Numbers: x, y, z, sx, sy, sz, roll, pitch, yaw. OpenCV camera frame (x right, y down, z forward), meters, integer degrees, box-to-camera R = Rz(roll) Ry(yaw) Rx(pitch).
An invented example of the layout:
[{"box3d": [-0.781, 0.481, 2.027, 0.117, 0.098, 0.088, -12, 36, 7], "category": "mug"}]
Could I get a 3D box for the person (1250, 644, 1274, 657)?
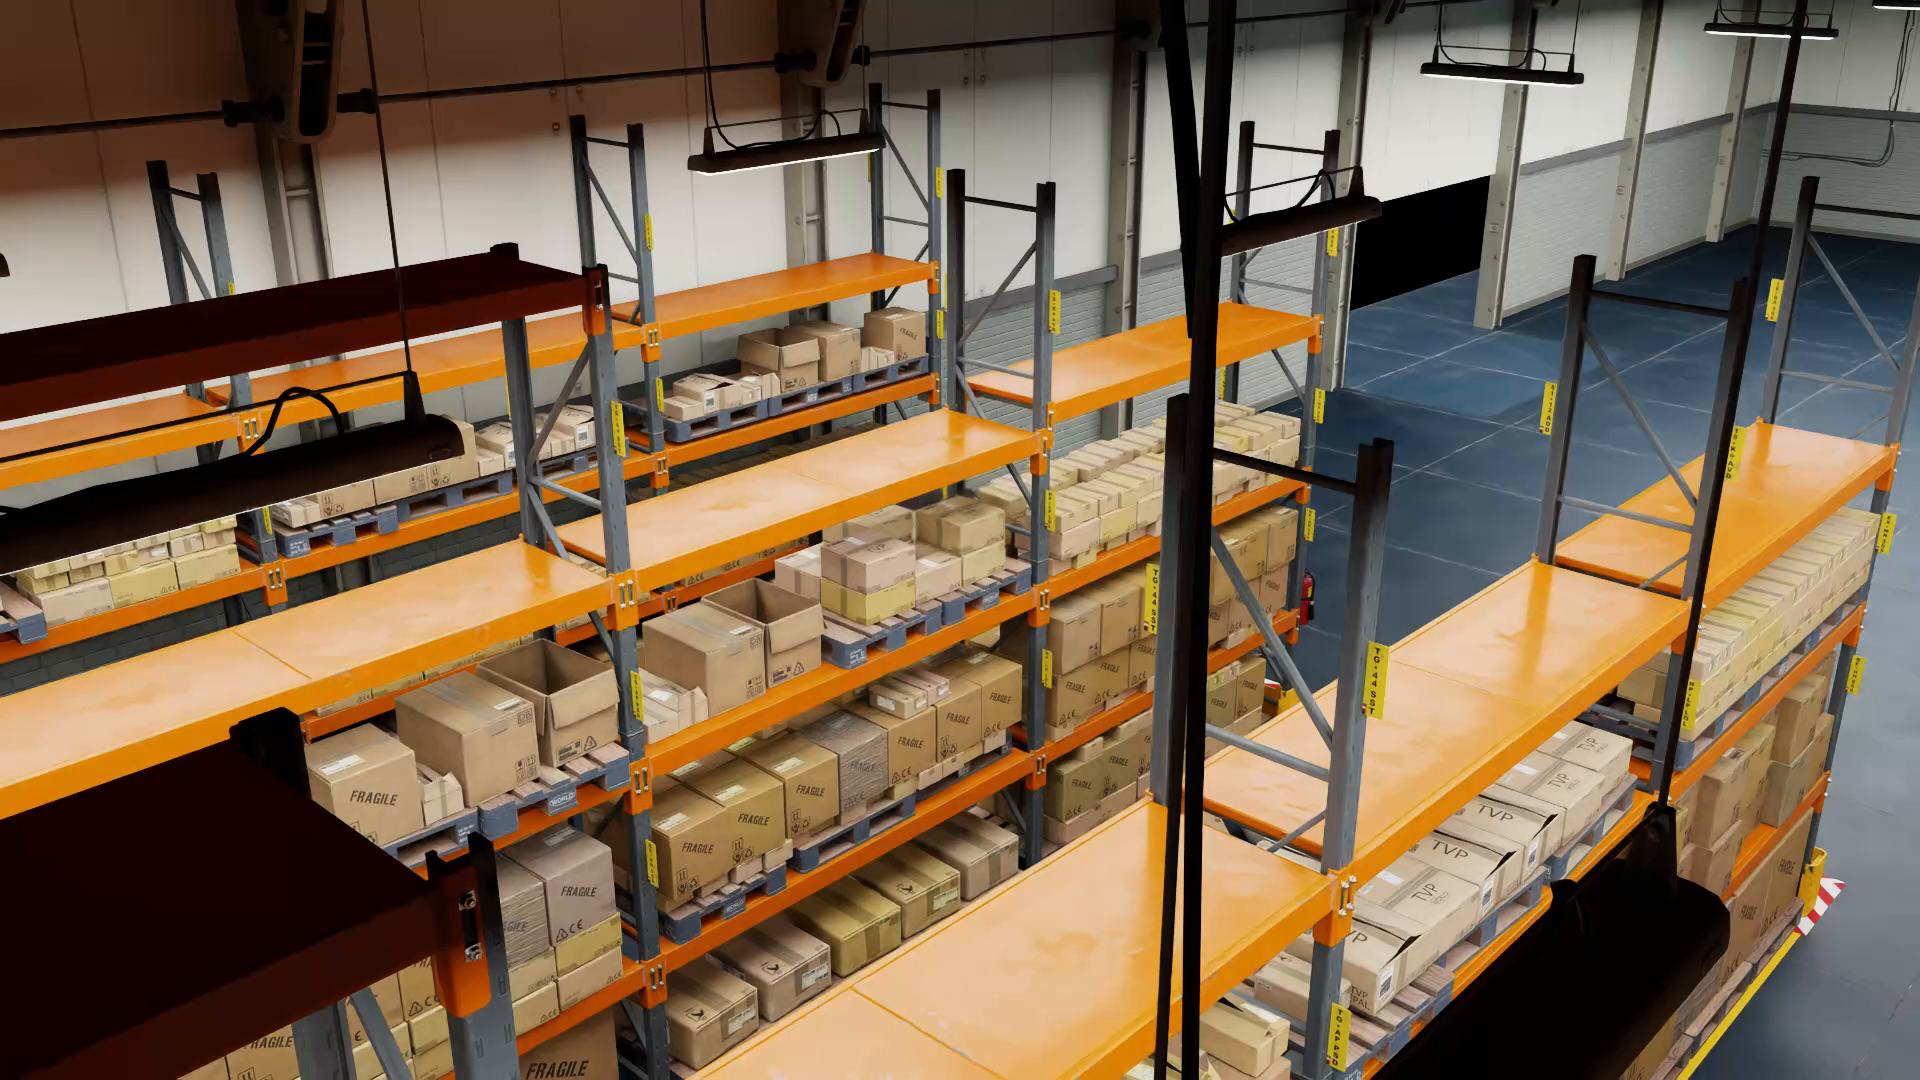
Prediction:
[{"box3d": [3.086, 0.498, 18.327, 0.925, 1.745, 0.556, 7, 22, 18], "category": "person"}]
